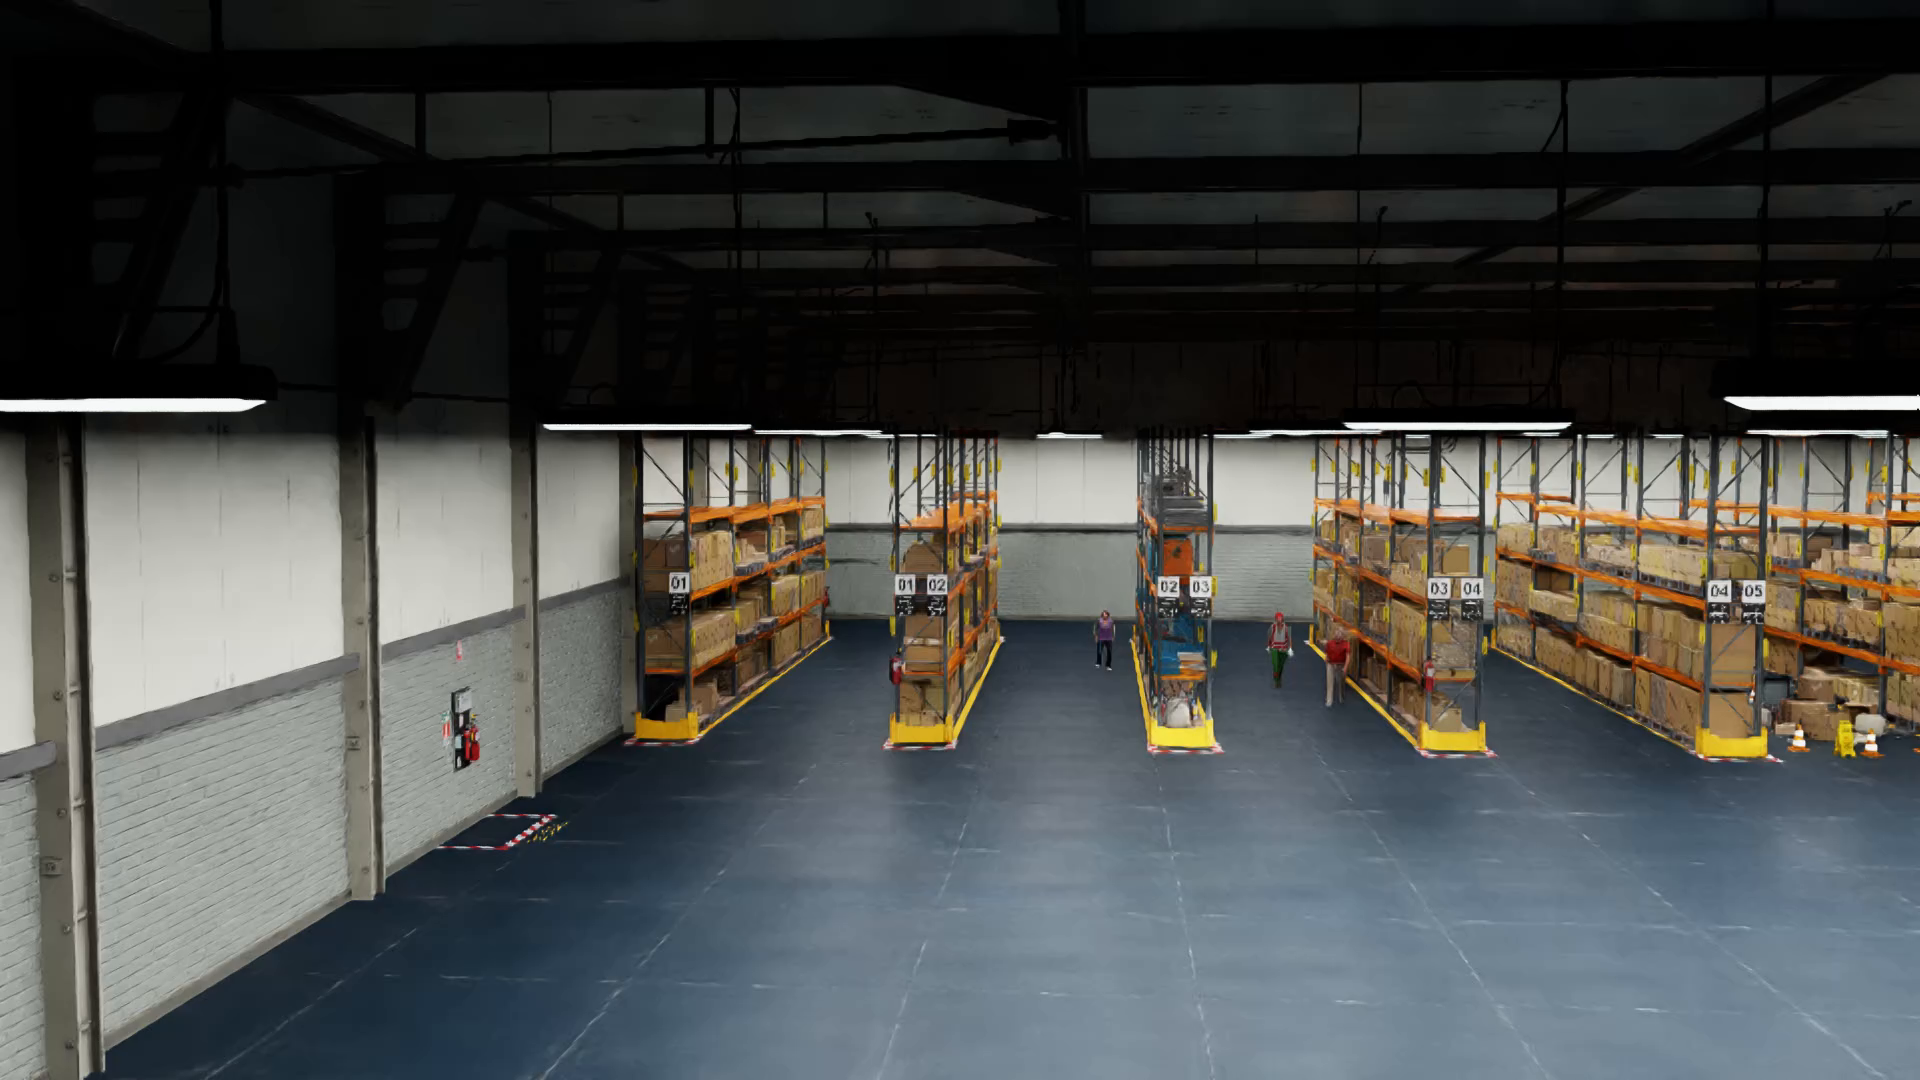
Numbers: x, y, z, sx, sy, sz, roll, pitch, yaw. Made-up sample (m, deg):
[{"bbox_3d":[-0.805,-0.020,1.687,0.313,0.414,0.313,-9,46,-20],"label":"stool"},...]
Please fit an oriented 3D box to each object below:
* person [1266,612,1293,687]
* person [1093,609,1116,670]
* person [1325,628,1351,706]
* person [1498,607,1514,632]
[{"bbox_3d":[7.442,2.530,38.674,0.565,1.736,1.045,0,3,4],"label":"person"},{"bbox_3d":[3.592,2.476,41.321,0.566,1.541,0.519,0,3,2],"label":"person"},{"bbox_3d":[8.126,2.724,35.774,0.535,1.657,1.012,1,4,14],"label":"person"},{"bbox_3d":[15.543,2.015,47.326,0.589,1.742,0.597,-2,4,-30],"label":"person"}]
